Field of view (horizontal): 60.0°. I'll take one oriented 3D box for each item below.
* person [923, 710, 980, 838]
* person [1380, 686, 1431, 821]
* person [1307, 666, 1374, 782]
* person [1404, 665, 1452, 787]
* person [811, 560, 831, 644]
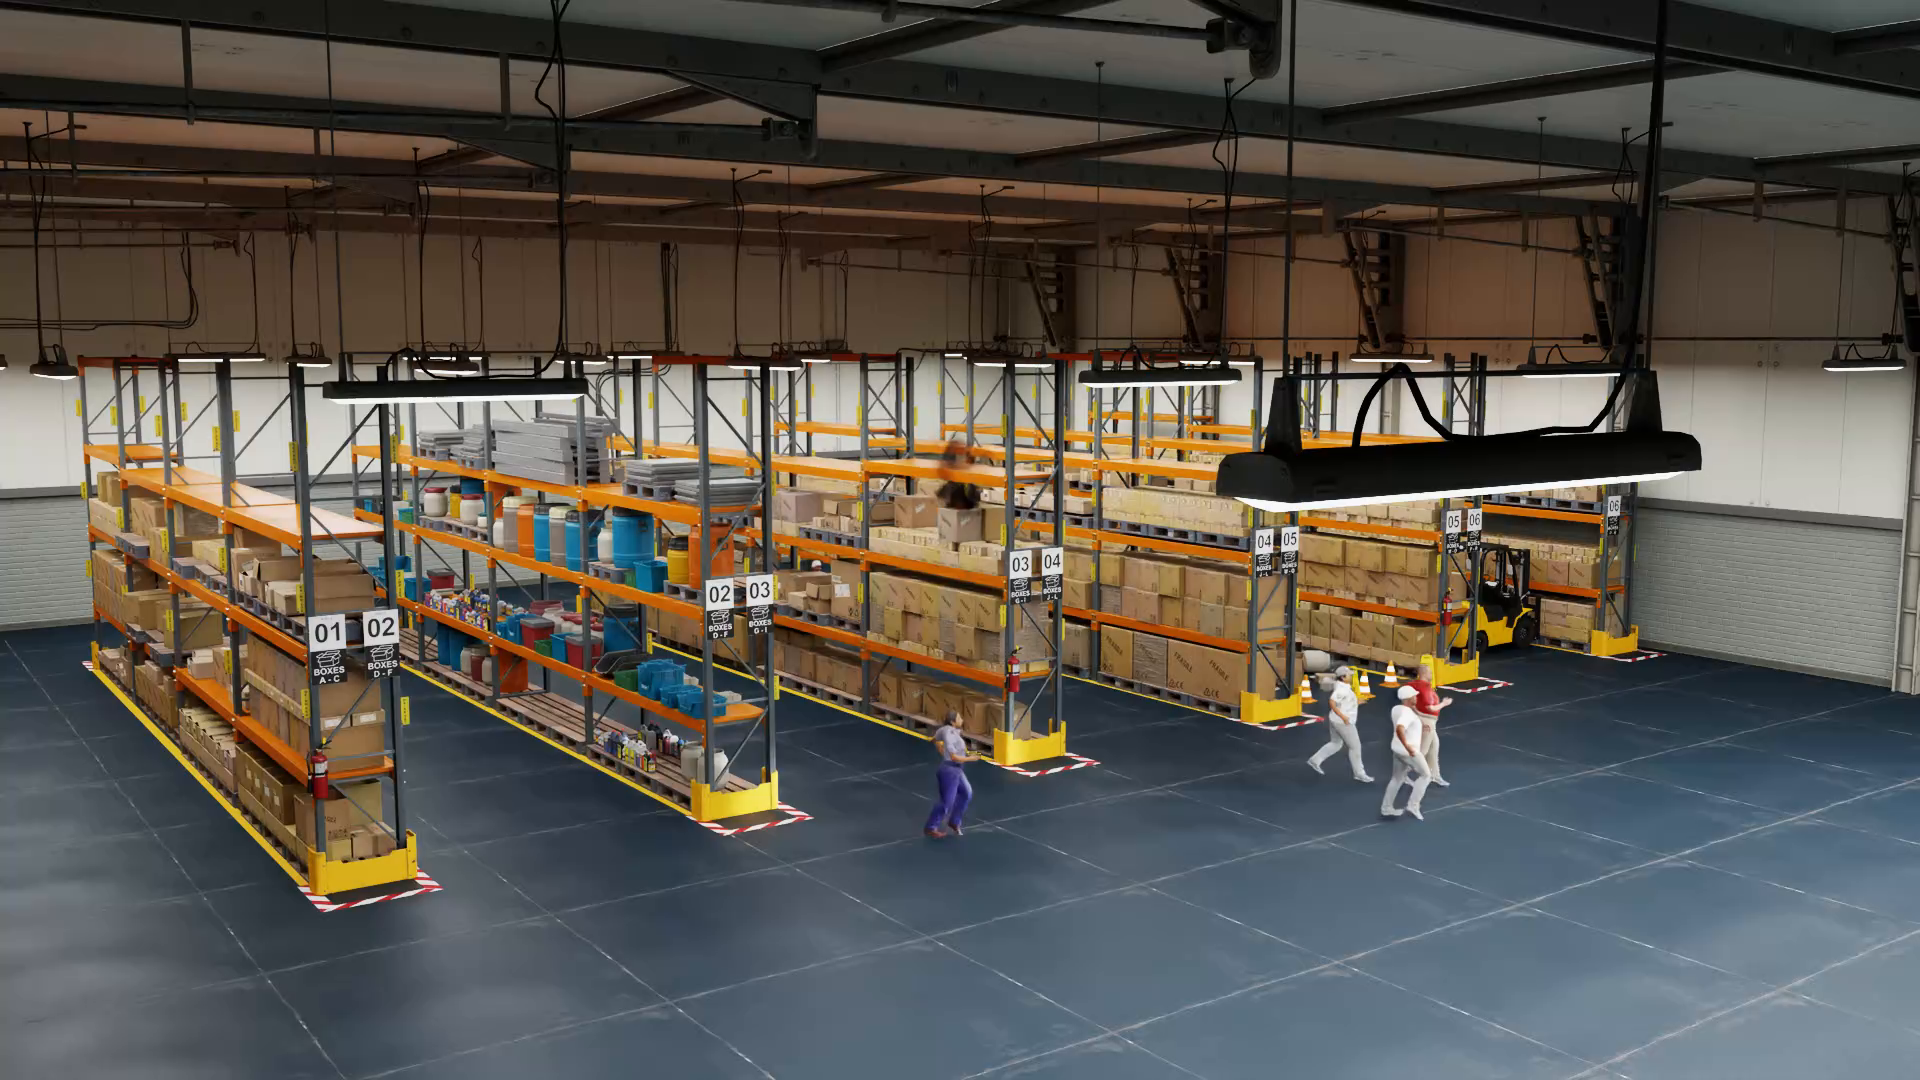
[{"bbox_3d":[-0.110,2.992,21.086,0.715,1.712,0.620,0,7,0],"label":"person"},{"bbox_3d":[5.895,2.809,21.893,0.701,1.805,0.684,-2,7,-14],"label":"person"},{"bbox_3d":[5.477,2.612,23.753,0.902,1.648,0.607,0,7,1],"label":"person"},{"bbox_3d":[6.529,2.630,23.433,0.823,1.773,0.647,0,7,2],"label":"person"},{"bbox_3d":[-2.905,1.318,33.919,0.664,1.823,0.824,-6,9,-42],"label":"person"}]
